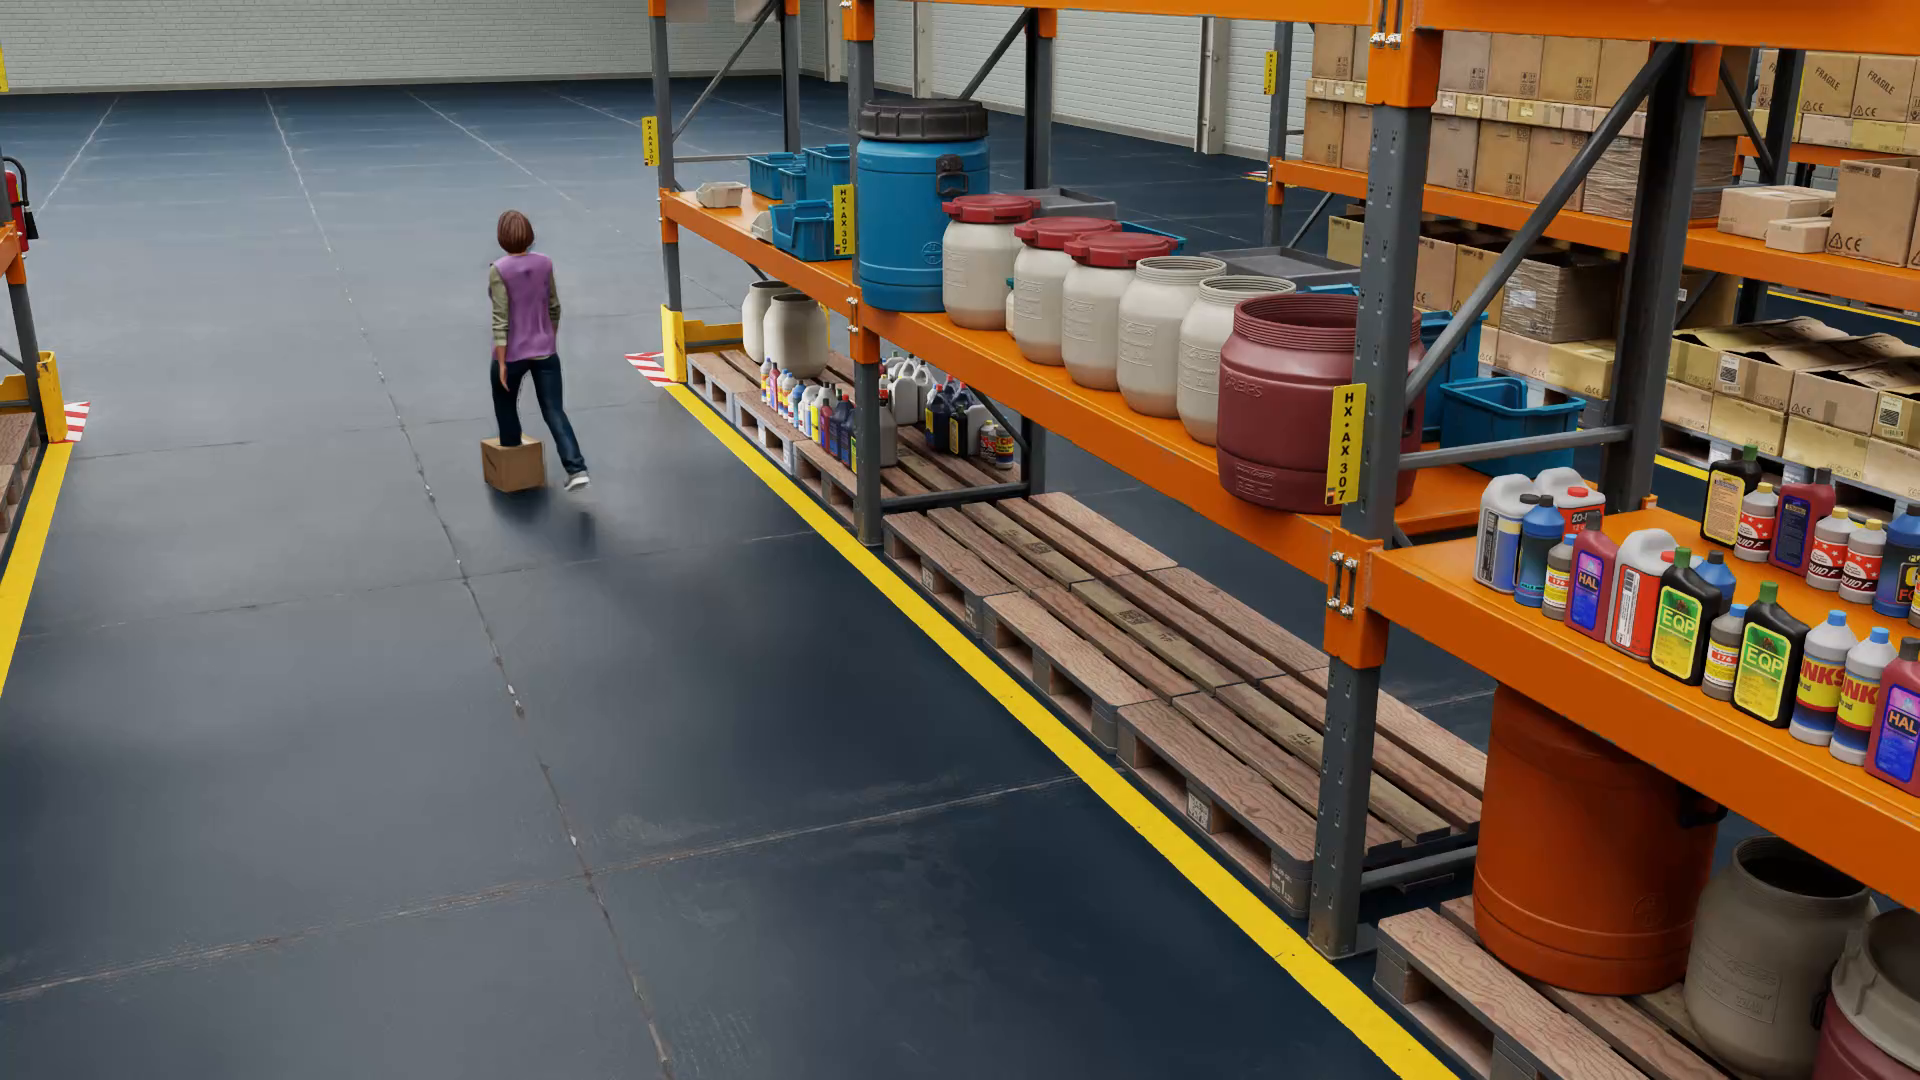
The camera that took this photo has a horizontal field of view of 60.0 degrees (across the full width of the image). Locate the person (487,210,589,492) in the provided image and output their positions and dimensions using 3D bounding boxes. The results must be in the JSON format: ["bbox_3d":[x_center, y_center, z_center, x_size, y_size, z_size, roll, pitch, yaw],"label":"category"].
[{"bbox_3d":[-2.336,-1.012,8.986,0.429,1.545,0.931,-13,23,-33],"label":"person"}]
